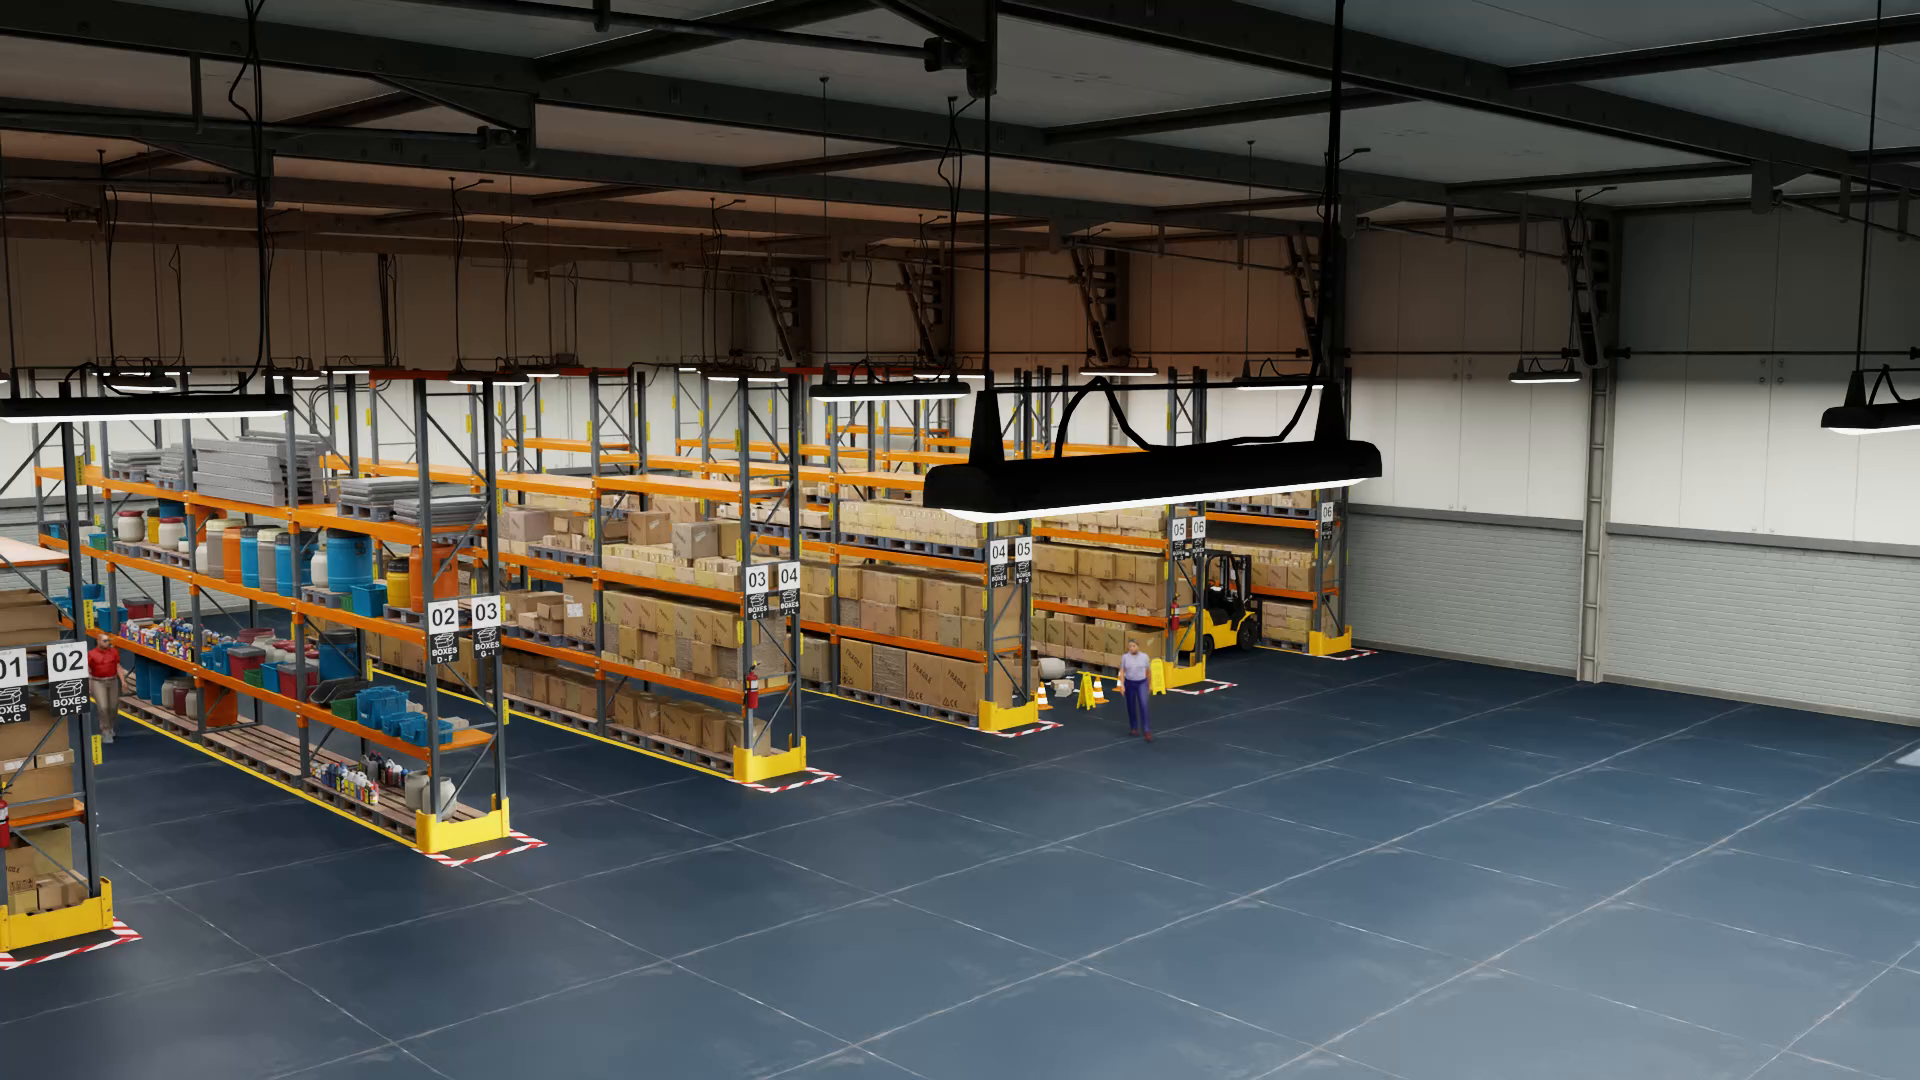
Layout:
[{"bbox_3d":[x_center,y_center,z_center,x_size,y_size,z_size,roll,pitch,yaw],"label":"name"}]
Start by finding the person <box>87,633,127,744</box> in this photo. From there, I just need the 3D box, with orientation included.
[{"bbox_3d":[-13.946,2.425,27.251,0.673,1.763,0.561,5,8,37],"label":"person"}]

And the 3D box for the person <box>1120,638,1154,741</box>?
[{"bbox_3d":[2.925,2.440,27.339,0.613,1.643,0.740,1,7,12],"label":"person"}]
